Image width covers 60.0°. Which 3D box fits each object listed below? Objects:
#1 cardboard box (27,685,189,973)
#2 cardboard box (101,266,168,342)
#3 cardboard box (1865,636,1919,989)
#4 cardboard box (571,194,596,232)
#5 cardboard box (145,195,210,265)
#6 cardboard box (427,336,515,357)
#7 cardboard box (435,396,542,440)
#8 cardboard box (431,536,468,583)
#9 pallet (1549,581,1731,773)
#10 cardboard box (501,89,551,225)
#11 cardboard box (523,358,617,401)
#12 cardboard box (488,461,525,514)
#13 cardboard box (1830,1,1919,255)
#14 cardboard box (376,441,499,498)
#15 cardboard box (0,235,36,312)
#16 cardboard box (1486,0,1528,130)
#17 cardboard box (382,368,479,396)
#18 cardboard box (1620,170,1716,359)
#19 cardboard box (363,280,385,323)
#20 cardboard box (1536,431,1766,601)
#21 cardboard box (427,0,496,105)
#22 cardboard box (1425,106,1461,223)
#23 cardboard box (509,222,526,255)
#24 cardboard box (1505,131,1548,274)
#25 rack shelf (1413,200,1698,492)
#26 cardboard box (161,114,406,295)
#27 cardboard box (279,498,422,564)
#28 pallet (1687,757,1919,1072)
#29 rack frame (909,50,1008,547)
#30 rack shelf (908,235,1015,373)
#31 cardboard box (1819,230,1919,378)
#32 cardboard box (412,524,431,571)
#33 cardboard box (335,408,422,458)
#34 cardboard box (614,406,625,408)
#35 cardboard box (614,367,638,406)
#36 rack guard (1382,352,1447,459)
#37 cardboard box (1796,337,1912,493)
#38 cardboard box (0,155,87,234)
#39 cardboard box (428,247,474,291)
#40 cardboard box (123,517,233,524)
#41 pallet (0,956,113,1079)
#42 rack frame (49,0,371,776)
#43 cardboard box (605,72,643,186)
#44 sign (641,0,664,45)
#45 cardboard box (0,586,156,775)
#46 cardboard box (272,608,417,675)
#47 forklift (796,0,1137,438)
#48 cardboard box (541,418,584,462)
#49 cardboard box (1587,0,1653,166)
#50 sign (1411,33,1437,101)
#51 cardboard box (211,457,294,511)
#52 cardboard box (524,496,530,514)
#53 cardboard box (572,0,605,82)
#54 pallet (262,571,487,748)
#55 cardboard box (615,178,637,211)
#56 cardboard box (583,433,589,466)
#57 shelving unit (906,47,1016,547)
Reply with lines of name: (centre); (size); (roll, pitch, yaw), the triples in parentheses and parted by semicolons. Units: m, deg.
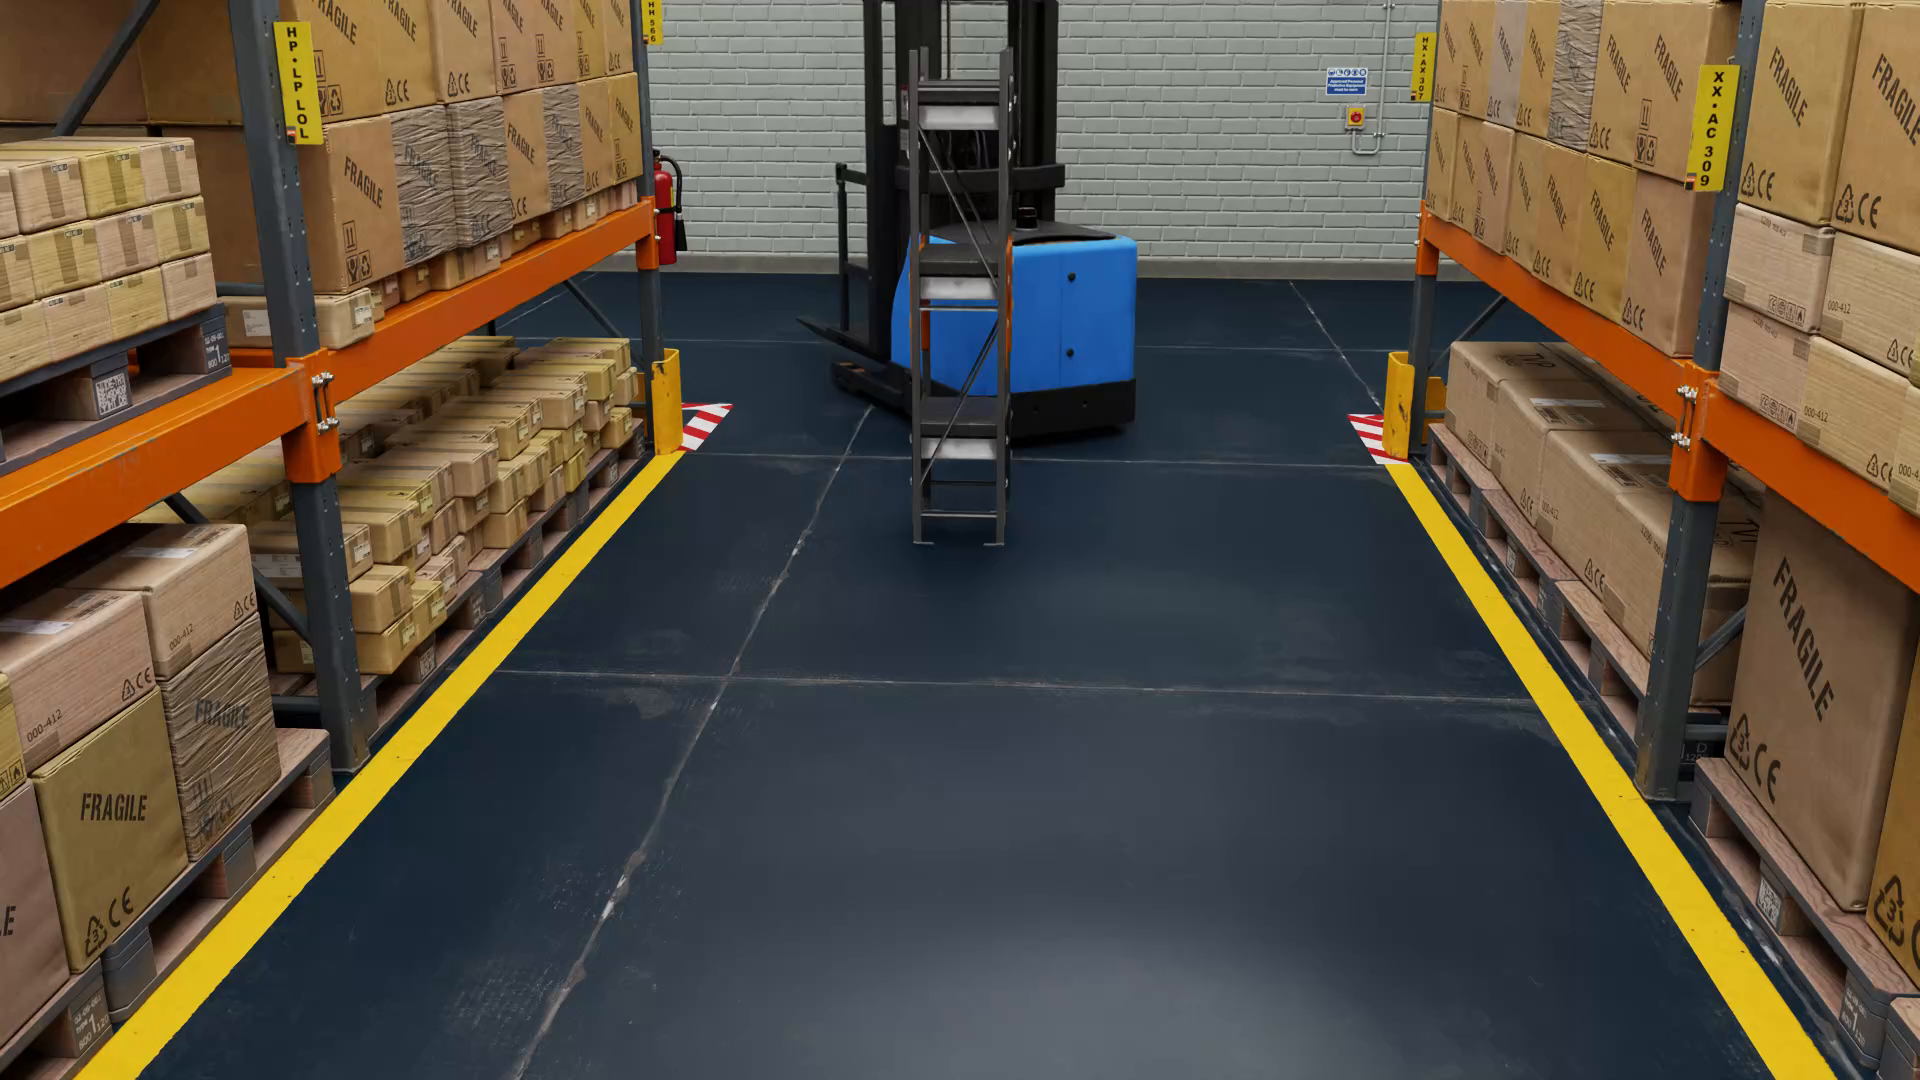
cardboard box: (-2.217, 0.663, 3.923); (0.500, 0.500, 0.500); (1, 18, 3)
cardboard box: (-2.227, -0.592, 4.141); (0.380, 0.149, 0.250); (1, 18, 4)
cardboard box: (2.544, 0.644, 3.378); (0.875, 0.875, 0.875); (2, 18, 6)
cardboard box: (-1.886, -1.501, 7.591); (0.380, 0.149, 0.250); (2, 18, 5)
cardboard box: (-2.210, -0.814, 4.341); (0.380, 0.149, 0.250); (2, 18, 6)
cardboard box: (-2.468, -0.935, 8.408); (0.380, 0.149, 0.250); (0, 18, 1)
cardboard box: (-2.019, -0.517, 7.132); (0.380, 0.149, 0.250); (1, 18, 2)
cardboard box: (-2.078, 0.088, 6.241); (0.380, 0.149, 0.250); (1, 18, 3)
pallet: (2.699, 0.450, 5.712); (1.003, 0.211, 1.213); (1, 18, 4)
cardboard box: (-1.982, -1.534, 6.649); (0.500, 0.500, 0.500); (2, 18, 7)
cardboard box: (-1.844, -0.760, 7.874); (0.380, 0.149, 0.250); (1, 18, 3)
cardboard box: (-1.976, -0.215, 6.687); (0.380, 0.149, 0.250); (1, 18, 3)
cardboard box: (2.239, -0.875, 3.510); (0.500, 0.500, 0.500); (1, 18, 4)
cardboard box: (-2.004, -0.273, 6.387); (0.380, 0.149, 0.250); (2, 18, 5)
cardboard box: (-2.264, -0.570, 3.597); (0.380, 0.149, 0.250); (1, 18, 2)
cardboard box: (2.475, -1.943, 6.768); (0.500, 0.500, 0.500); (1, 18, 3)
cardboard box: (-2.449, -0.692, 7.667); (0.380, 0.149, 0.250); (0, 18, 1)
cardboard box: (2.344, -0.838, 5.004); (0.500, 0.500, 0.500); (1, 18, 4)
cardboard box: (-2.087, -0.763, 5.339); (0.380, 0.149, 0.250); (2, 18, 6)
cardboard box: (2.782, -0.094, 6.333); (0.875, 0.438, 0.875); (1, 18, 2)
cardboard box: (-2.014, -1.836, 5.965); (0.500, 0.500, 0.500); (2, 18, 5)
cardboard box: (2.532, -1.788, 7.903); (0.500, 0.500, 0.500); (1, 18, 3)
cardboard box: (-2.016, -1.255, 6.839); (0.380, 0.149, 0.250); (2, 18, 5)
cardboard box: (2.450, -1.317, 6.465); (0.500, 0.500, 0.500); (2, 18, 6)
rack shelf: (2.709, -0.920, 6.570); (1.077, 0.370, 4.000); (1, 18, 4)
cardboard box: (-2.092, -1.057, 5.194); (0.500, 0.500, 0.500); (1, 18, 3)
cardboard box: (-2.068, -0.034, 5.659); (0.380, 0.149, 0.250); (2, 18, 7)
pallet: (2.586, 0.925, 4.260); (1.003, 0.211, 1.213); (1, 18, 4)
rack frame: (-0.006, -0.973, 7.022); (0.400, 2.100, 0.015); (1, 18, 4)
rack shelf: (0.012, -1.036, 7.257); (0.431, 0.518, 0.480); (1, 18, 4)
cardboard box: (2.244, -0.515, 3.614); (0.500, 0.250, 0.500); (2, 18, 5)
cardboard box: (-2.123, 0.031, 5.937); (0.380, 0.149, 0.250); (1, 18, 4)
cardboard box: (-2.465, -0.446, 6.914); (0.380, 0.149, 0.250); (1, 18, 4)
cardboard box: (-1.921, -0.639, 8.461); (0.380, 0.149, 0.250); (2, 18, 5)
cardboard box: (-1.845, -0.778, 8.408); (0.380, 0.149, 0.250); (1, 18, 2)
rack guard: (2.855, -0.703, 8.766); (1.175, 0.500, 0.348); (1, 18, 4)
cardboard box: (2.236, -0.278, 3.696); (0.500, 0.250, 0.500); (1, 18, 3)
cardboard box: (-2.251, -0.790, 3.792); (0.380, 0.149, 0.250); (1, 18, 2)
cardboard box: (-2.012, -1.009, 6.087); (0.380, 0.149, 0.250); (2, 18, 5)
cardboard box: (-2.613, 0.036, 5.445); (0.380, 0.149, 0.250); (2, 18, 5)
pallet: (-2.518, 1.227, 3.341); (1.003, 0.211, 1.213); (1, 18, 4)
rack frame: (-2.378, -0.720, 4.804); (1.000, 3.000, 0.127); (1, 18, 4)
cardboard box: (-1.867, -2.006, 8.090); (0.500, 0.500, 0.500); (2, 18, 5)
sign: (-1.540, -2.644, 8.309); (0.100, 0.325, 0.005); (1, 18, 4)
cardboard box: (-2.230, 0.308, 3.802); (0.500, 0.250, 0.500); (2, 18, 7)
cardboard box: (-2.032, 0.329, 5.506); (0.380, 0.149, 0.250); (0, 18, 2)
forklift: (-0.142, -2.328, 9.820); (1.130, 2.935, 3.031); (-9, 20, -25)
cardboard box: (-1.905, -0.456, 7.423); (0.380, 0.149, 0.250); (2, 18, 5)
cardboard box: (2.369, -1.474, 5.338); (0.500, 0.500, 0.500); (1, 18, 3)
sign: (2.300, -2.347, 8.250); (0.100, 0.325, 0.005); (1, 18, 4)
cardboard box: (-2.527, -0.201, 6.167); (0.380, 0.149, 0.250); (2, 18, 6)
cardboard box: (-2.037, -0.158, 6.992); (0.380, 0.149, 0.250); (2, 18, 5)
cardboard box: (-1.913, -2.322, 7.447); (0.500, 0.500, 0.500); (1, 18, 2)
pallet: (-2.366, 0.395, 5.877); (1.003, 0.211, 1.213); (1, 18, 4)
cardboard box: (-1.833, -1.736, 8.306); (0.380, 0.149, 0.250); (1, 18, 4)
cardboard box: (-1.948, -0.400, 7.731); (0.380, 0.149, 0.250); (1, 18, 4)
shelving unit: (0.012, -1.049, 7.253); (0.431, 2.100, 0.503); (1, 18, 4)
